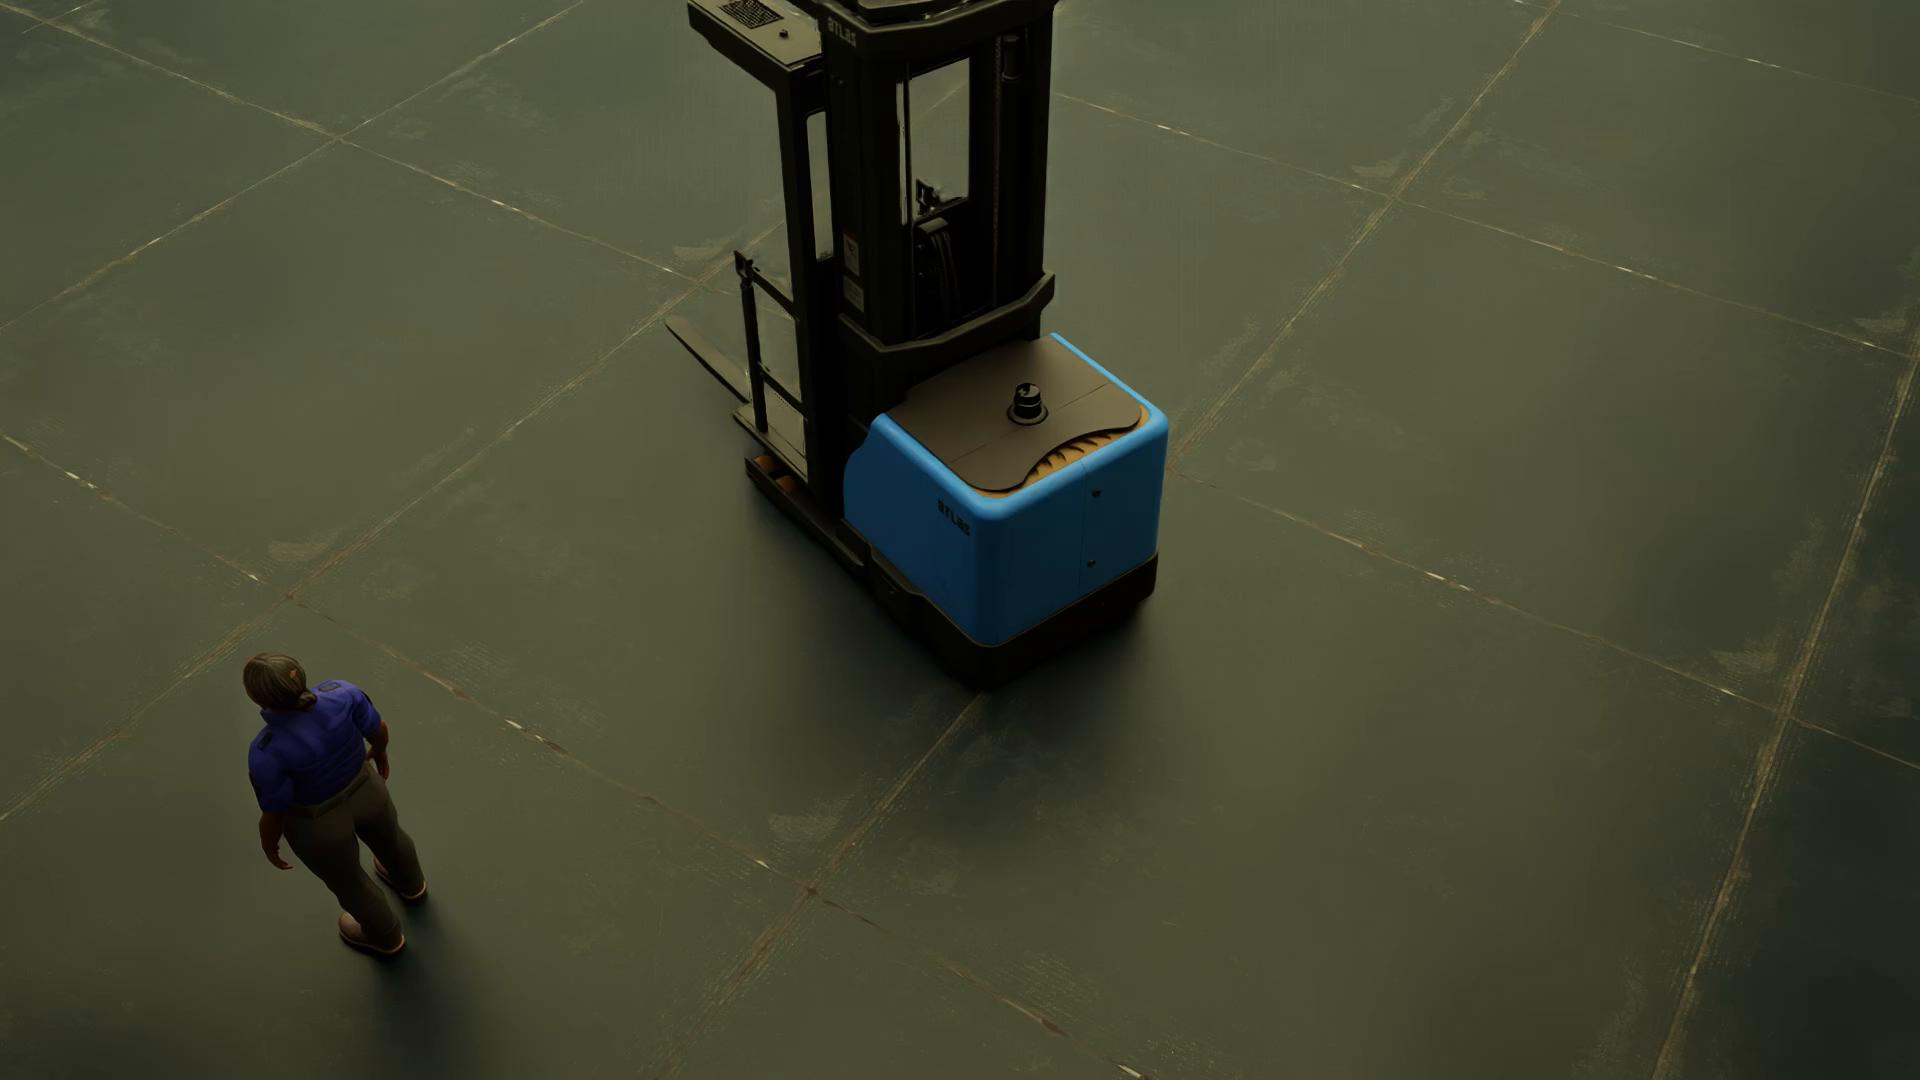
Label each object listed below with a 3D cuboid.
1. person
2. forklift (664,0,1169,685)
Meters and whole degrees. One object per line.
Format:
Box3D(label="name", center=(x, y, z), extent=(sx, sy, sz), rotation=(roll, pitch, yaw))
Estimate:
Box3D(label="person", center=(-2.236, 0.893, 5.825), extent=(0.505, 1.654, 0.566), rotation=(25, 49, 24))
Box3D(label="forklift", center=(-0.401, -1.400, 7.325), extent=(1.130, 2.935, 3.031), rotation=(-28, 50, -26))
